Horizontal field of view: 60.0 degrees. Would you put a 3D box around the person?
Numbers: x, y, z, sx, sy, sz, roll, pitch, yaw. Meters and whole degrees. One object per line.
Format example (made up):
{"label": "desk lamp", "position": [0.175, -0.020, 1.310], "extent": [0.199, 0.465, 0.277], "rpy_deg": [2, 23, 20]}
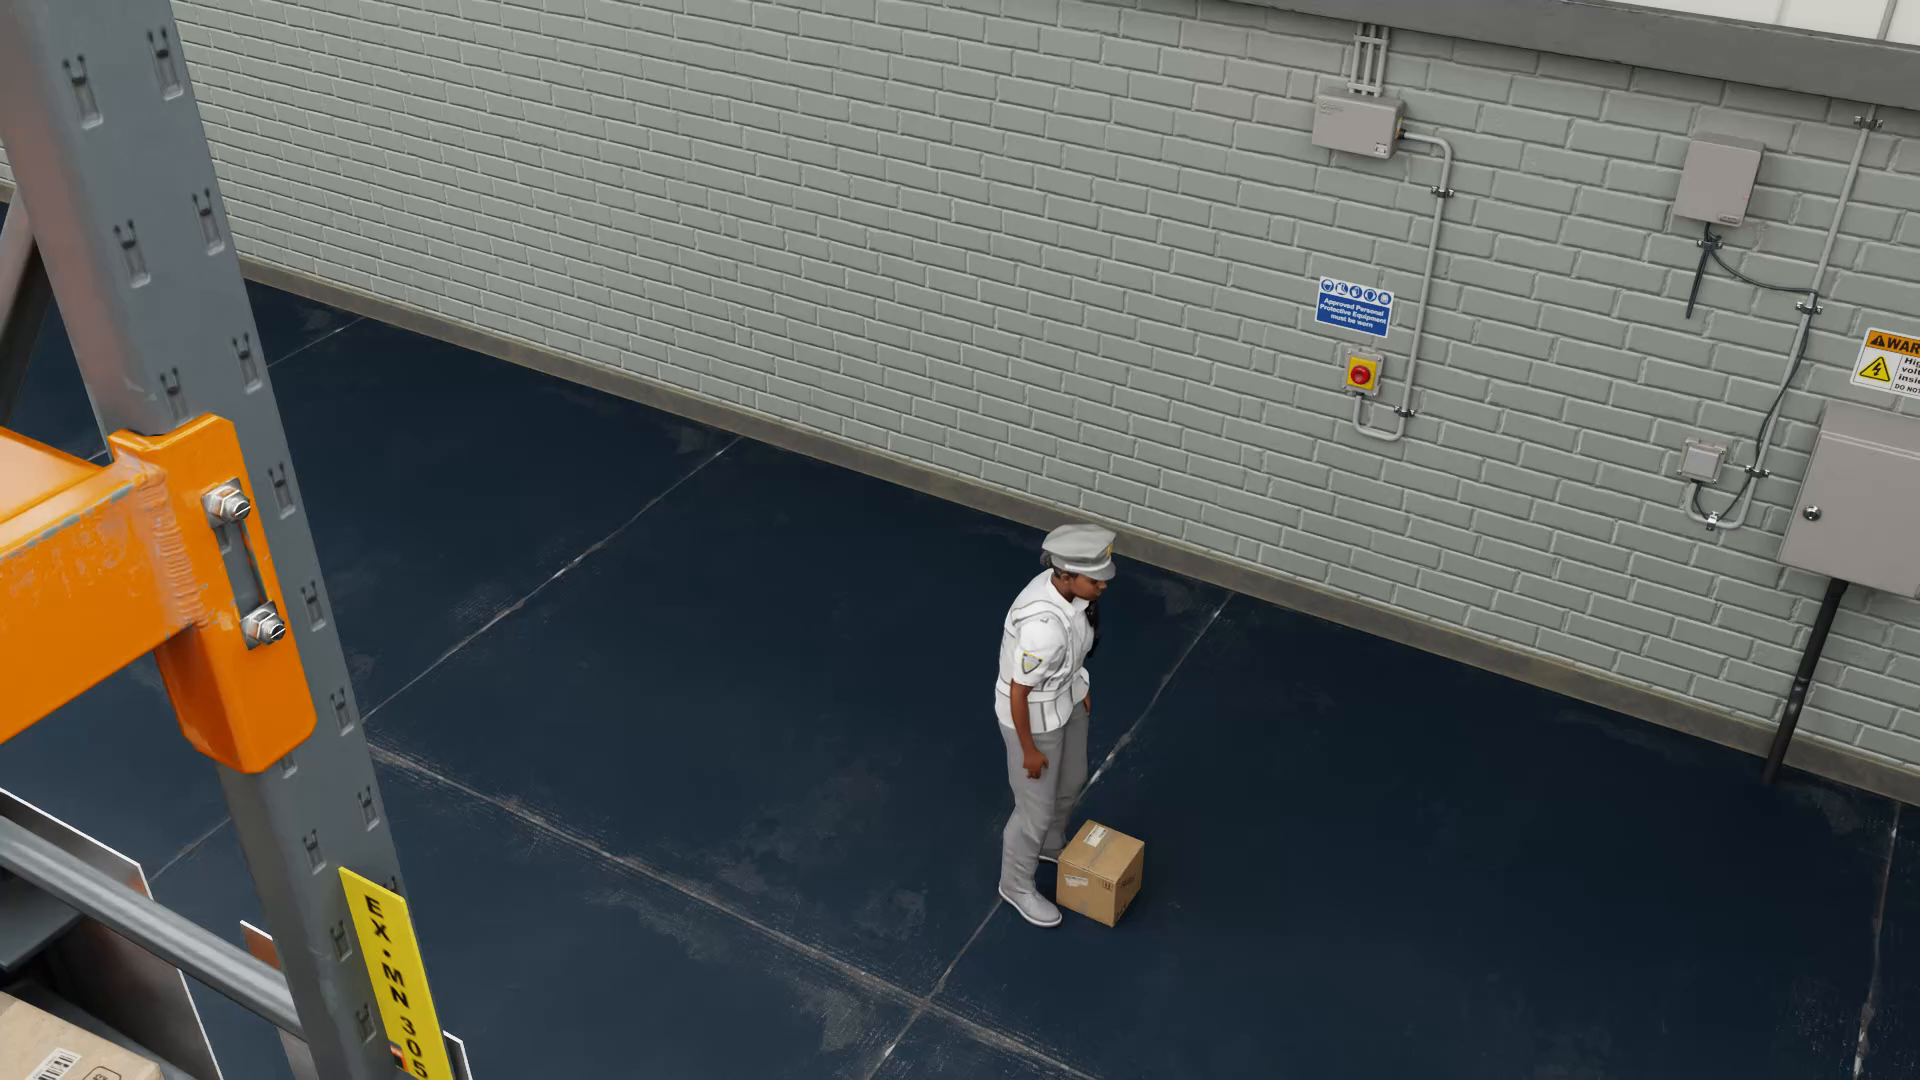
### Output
{"label": "person", "position": [0.342, 0.660, 6.179], "extent": [0.400, 1.657, 0.515], "rpy_deg": [17, 38, 24]}
